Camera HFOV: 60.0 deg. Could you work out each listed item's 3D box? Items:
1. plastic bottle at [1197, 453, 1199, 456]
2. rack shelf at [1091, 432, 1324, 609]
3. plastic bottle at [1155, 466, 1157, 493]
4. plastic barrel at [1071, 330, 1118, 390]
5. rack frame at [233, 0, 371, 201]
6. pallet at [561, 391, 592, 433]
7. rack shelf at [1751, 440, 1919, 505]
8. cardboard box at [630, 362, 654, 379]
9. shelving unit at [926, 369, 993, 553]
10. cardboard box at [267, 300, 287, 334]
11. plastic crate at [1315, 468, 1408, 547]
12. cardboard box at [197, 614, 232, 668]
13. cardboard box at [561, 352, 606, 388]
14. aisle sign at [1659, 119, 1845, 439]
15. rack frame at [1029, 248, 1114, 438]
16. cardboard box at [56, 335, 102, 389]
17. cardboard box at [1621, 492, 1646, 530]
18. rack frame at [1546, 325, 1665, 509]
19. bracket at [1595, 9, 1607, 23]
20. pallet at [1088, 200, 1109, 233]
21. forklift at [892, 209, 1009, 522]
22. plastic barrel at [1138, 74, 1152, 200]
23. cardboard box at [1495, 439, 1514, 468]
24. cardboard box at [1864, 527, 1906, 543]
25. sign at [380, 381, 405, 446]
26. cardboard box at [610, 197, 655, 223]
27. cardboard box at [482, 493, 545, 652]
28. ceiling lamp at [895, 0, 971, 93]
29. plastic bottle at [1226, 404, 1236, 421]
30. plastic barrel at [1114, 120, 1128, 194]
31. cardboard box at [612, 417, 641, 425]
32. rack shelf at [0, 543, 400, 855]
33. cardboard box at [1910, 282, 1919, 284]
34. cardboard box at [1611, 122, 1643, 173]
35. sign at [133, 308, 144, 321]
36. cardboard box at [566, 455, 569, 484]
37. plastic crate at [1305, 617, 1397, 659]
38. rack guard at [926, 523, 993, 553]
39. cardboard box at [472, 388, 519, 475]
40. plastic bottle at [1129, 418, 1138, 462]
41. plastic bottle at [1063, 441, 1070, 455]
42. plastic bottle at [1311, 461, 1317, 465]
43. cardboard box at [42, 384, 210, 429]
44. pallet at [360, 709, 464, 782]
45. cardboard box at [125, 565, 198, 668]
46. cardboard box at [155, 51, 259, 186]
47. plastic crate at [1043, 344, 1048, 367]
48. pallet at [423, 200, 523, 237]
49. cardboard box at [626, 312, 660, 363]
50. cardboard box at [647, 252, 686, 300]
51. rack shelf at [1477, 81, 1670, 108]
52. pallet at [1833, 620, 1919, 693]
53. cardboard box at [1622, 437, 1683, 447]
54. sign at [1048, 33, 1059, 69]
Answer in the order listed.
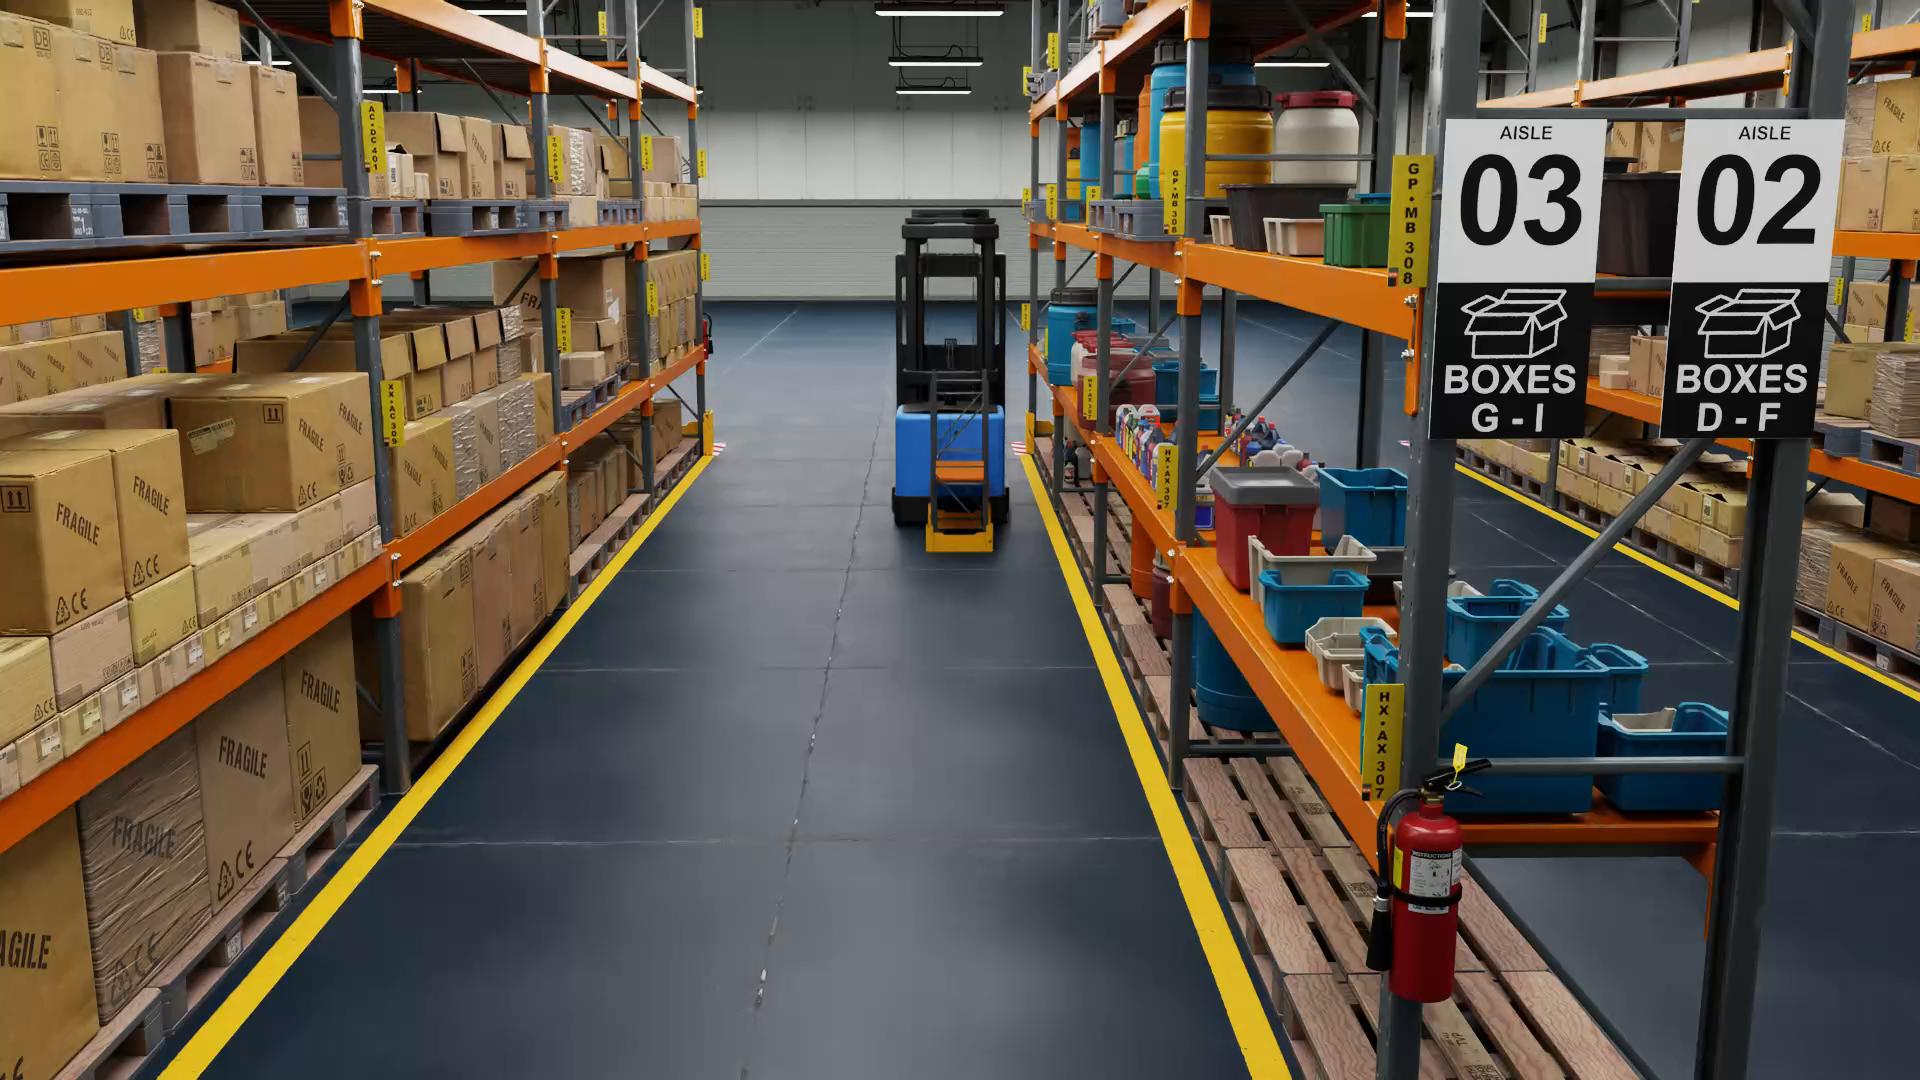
[{"bbox_3d":[1.369,-0.370,9.662,0.097,0.271,0.097,0,11,0],"label":"plastic bottle"},{"bbox_3d":[1.553,-0.224,10.428,1.077,0.370,4.000,0,11,-1],"label":"rack shelf"},{"bbox_3d":[1.212,-0.381,9.894,0.097,0.201,0.097,0,11,0],"label":"plastic bottle"},{"bbox_3d":[1.229,-1.645,15.280,0.433,0.535,0.433,0,11,0],"label":"plastic barrel"},{"bbox_3d":[-3.358,-3.099,7.700,1.000,3.000,0.127,0,11,-1],"label":"rack frame"},{"bbox_3d":[-3.562,-1.001,12.931,1.213,0.211,1.003,0,11,-1],"label":"pallet"},{"bbox_3d":[6.505,-0.244,10.525,1.077,0.370,4.000,0,11,-1],"label":"rack shelf"},{"bbox_3d":[-3.227,-1.670,16.377,0.380,0.149,0.250,0,11,-1],"label":"cardboard box"},{"bbox_3d":[-0.004,-0.727,14.873,0.587,1.500,1.083,0,11,0],"label":"shelving unit"},{"bbox_3d":[-8.514,-2.544,19.676,0.875,0.550,0.550,0,11,-1],"label":"cardboard box"},{"bbox_3d":[1.945,-0.109,7.942,0.392,0.384,0.575,0,11,-1],"label":"plastic crate"},{"bbox_3d":[-2.985,0.382,6.264,0.380,0.149,0.250,-1,11,-3],"label":"cardboard box"},{"bbox_3d":[-3.245,-1.420,13.836,0.500,0.250,0.500,-1,11,-3],"label":"cardboard box"},{"bbox_3d":[1.975,-0.645,4.155,0.394,0.787,0.004,0,11,-1],"label":"aisle sign"},{"bbox_3d":[1.346,-2.564,20.155,1.000,3.000,0.127,0,11,-1],"label":"rack frame"},{"bbox_3d":[-8.195,-1.595,15.123,0.500,0.500,0.500,0,11,-2],"label":"cardboard box"},{"bbox_3d":[6.174,-0.260,14.657,0.500,0.250,0.500,0,11,0],"label":"cardboard box"},{"bbox_3d":[6.381,-1.789,16.332,1.000,3.000,0.127,0,11,-1],"label":"rack frame"},{"bbox_3d":[11.536,-9.475,30.077,0.235,0.232,0.430,0,11,-1],"label":"bracket"},{"bbox_3d":[1.430,-2.199,11.286,1.003,0.211,1.213,0,11,-1],"label":"pallet"},{"bbox_3d":[-0.092,-1.839,16.752,1.130,2.935,3.031,0,11,0],"label":"forklift"},{"bbox_3d":[1.520,-2.748,11.378,0.600,0.830,0.708,0,11,-1],"label":"plastic barrel"},{"bbox_3d":[6.128,-0.937,17.994,0.500,0.250,0.500,0,11,-1],"label":"cardboard box"},{"bbox_3d":[6.718,0.201,11.706,0.500,0.500,0.500,0,11,1],"label":"cardboard box"},{"bbox_3d":[-2.803,-0.624,8.216,0.100,0.325,0.005,0,11,-1],"label":"sign"},{"bbox_3d":[-3.276,-3.236,16.298,0.500,0.250,0.500,-1,11,-3],"label":"cardboard box"},{"bbox_3d":[-3.436,0.196,10.836,1.225,0.875,0.875,0,11,-1],"label":"cardboard box"},{"bbox_3d":[-0.707,-13.415,43.870,2.000,3.185,0.800,0,11,-1],"label":"ceiling lamp"},{"bbox_3d":[1.947,-0.838,11.940,0.061,0.283,0.133,0,11,-1],"label":"plastic bottle"},{"bbox_3d":[1.670,-3.255,14.753,0.600,0.901,0.600,0,11,0],"label":"plastic barrel"},{"bbox_3d":[-3.602,-1.046,17.903,0.500,0.500,0.500,-1,12,-6],"label":"cardboard box"},{"bbox_3d":[-3.316,0.591,6.409,1.077,0.370,4.000,0,11,-1],"label":"rack shelf"},{"bbox_3d":[11.473,-2.816,19.837,0.500,0.500,0.500,0,11,-2],"label":"cardboard box"},{"bbox_3d":[6.355,-3.636,15.328,0.500,0.500,0.500,0,11,0],"label":"cardboard box"},{"bbox_3d":[-7.942,-2.281,16.047,0.100,0.325,0.005,0,11,-1],"label":"sign"},{"bbox_3d":[-3.505,-0.550,13.522,0.500,0.250,0.500,1,12,5],"label":"cardboard box"},{"bbox_3d":[1.433,0.383,6.140,0.298,0.136,0.250,0,11,-1],"label":"plastic crate"},{"bbox_3d":[-0.004,-0.016,14.509,0.587,0.250,0.087,0,11,0],"label":"rack guard"},{"bbox_3d":[-3.164,-0.703,10.730,0.500,0.500,0.500,-1,11,-3],"label":"cardboard box"},{"bbox_3d":[1.169,-0.665,11.086,0.061,0.283,0.133,0,11,-1],"label":"plastic bottle"},{"bbox_3d":[1.124,-0.852,17.269,0.144,0.351,0.185,-1,11,-4],"label":"plastic bottle"},{"bbox_3d":[1.983,-0.305,9.344,0.097,0.271,0.097,0,11,0],"label":"plastic bottle"},{"bbox_3d":[-3.601,-0.404,7.251,0.500,0.500,0.500,0,11,-1],"label":"cardboard box"},{"bbox_3d":[-3.449,1.055,9.329,1.003,0.211,1.213,0,11,-1],"label":"pallet"},{"bbox_3d":[-3.039,0.264,5.840,0.500,0.250,0.500,-1,11,-3],"label":"cardboard box"},{"bbox_3d":[-3.275,-1.670,6.644,0.700,0.500,0.500,0,11,2],"label":"cardboard box"},{"bbox_3d":[1.135,-1.915,17.329,0.499,0.251,0.616,0,11,-1],"label":"plastic crate"},{"bbox_3d":[-3.348,-1.981,10.211,1.003,0.211,1.213,0,11,1],"label":"pallet"},{"bbox_3d":[-3.470,-2.033,16.538,0.875,0.500,0.500,0,11,-1],"label":"cardboard box"},{"bbox_3d":[-3.323,-2.922,18.402,0.500,0.500,0.500,0,11,-1],"label":"cardboard box"},{"bbox_3d":[6.340,-4.578,17.807,1.077,0.370,4.000,0,11,-1],"label":"rack shelf"},{"bbox_3d":[6.464,0.763,10.766,1.003,0.211,1.213,0,11,-1],"label":"pallet"},{"bbox_3d":[6.676,-0.843,16.117,0.500,0.311,0.500,0,11,-1],"label":"cardboard box"},{"bbox_3d":[0.879,-4.607,15.660,0.100,0.325,0.005,0,11,-1],"label":"sign"}]
